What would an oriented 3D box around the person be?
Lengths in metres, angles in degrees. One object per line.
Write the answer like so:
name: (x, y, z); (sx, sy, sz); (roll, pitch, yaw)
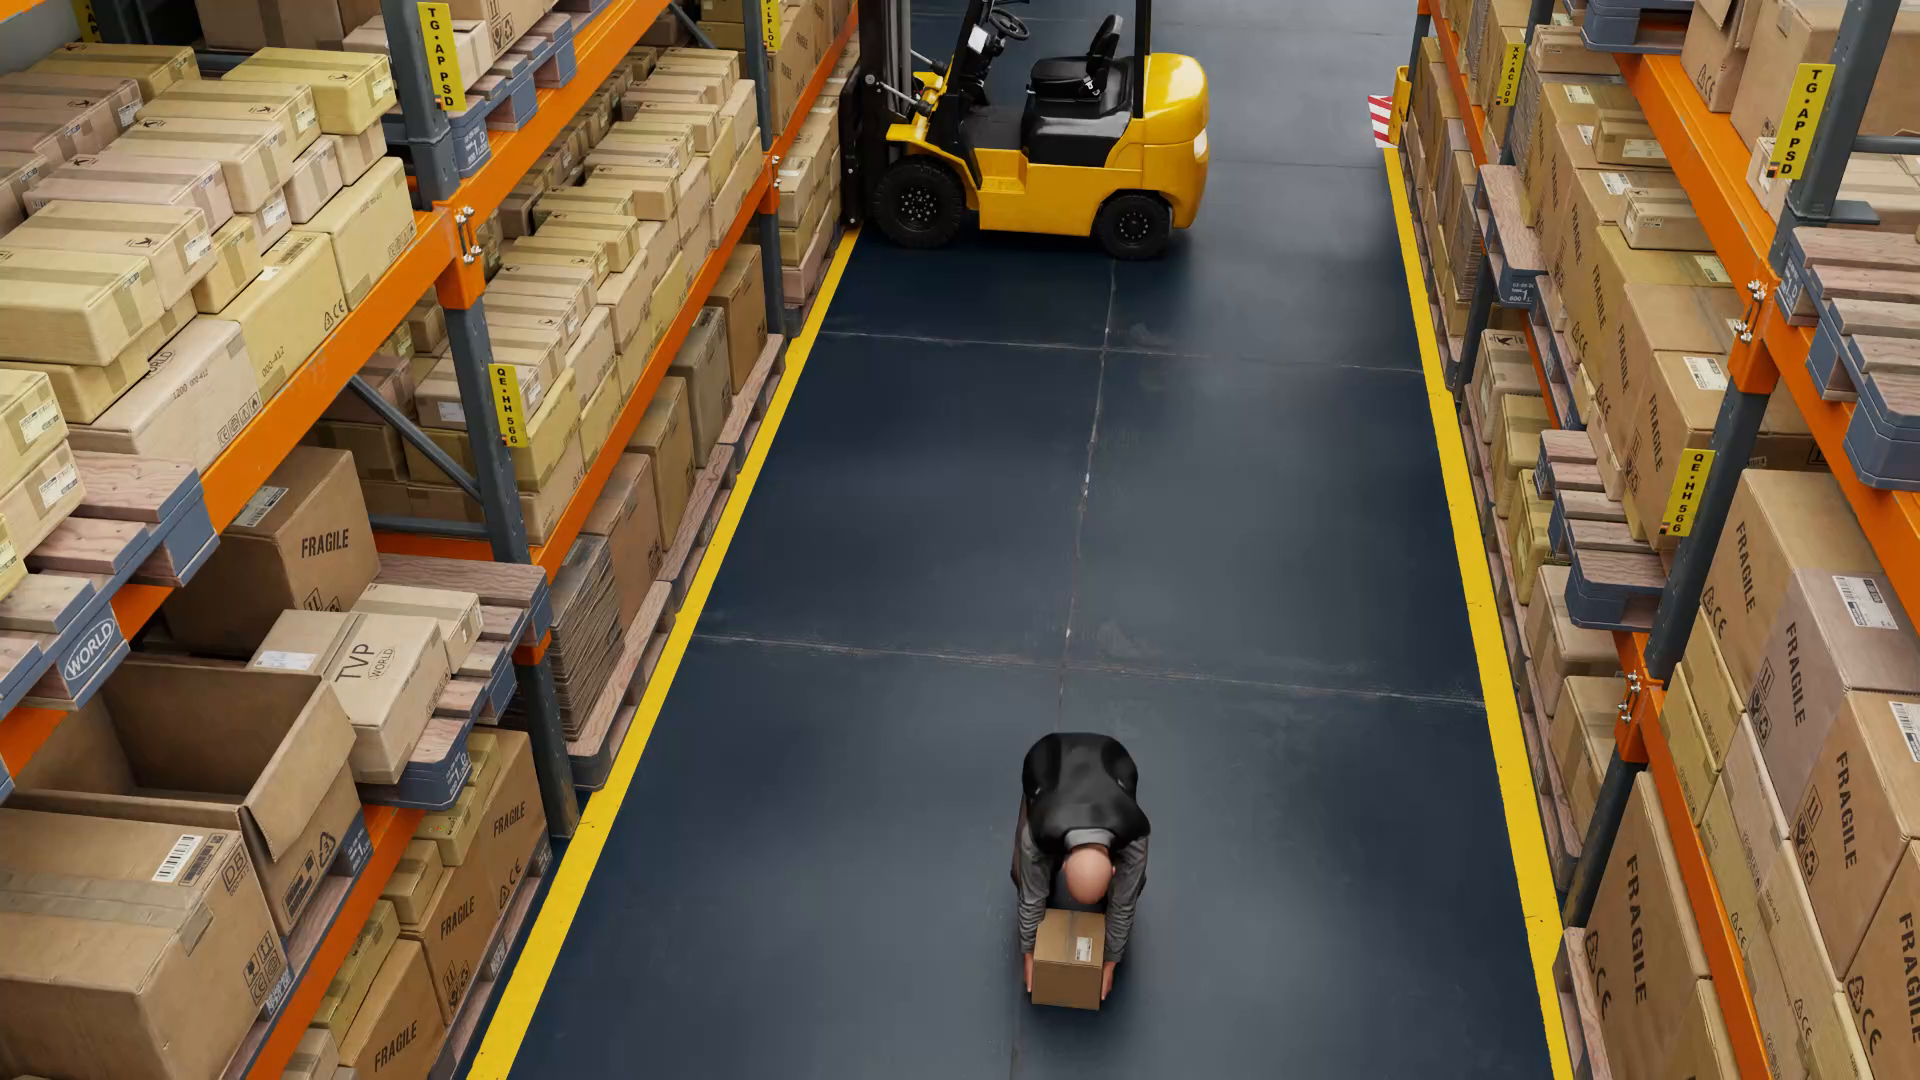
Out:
person: (0.452, 1.188, 6.282); (0.512, 0.806, 0.928); (4, 36, 5)
